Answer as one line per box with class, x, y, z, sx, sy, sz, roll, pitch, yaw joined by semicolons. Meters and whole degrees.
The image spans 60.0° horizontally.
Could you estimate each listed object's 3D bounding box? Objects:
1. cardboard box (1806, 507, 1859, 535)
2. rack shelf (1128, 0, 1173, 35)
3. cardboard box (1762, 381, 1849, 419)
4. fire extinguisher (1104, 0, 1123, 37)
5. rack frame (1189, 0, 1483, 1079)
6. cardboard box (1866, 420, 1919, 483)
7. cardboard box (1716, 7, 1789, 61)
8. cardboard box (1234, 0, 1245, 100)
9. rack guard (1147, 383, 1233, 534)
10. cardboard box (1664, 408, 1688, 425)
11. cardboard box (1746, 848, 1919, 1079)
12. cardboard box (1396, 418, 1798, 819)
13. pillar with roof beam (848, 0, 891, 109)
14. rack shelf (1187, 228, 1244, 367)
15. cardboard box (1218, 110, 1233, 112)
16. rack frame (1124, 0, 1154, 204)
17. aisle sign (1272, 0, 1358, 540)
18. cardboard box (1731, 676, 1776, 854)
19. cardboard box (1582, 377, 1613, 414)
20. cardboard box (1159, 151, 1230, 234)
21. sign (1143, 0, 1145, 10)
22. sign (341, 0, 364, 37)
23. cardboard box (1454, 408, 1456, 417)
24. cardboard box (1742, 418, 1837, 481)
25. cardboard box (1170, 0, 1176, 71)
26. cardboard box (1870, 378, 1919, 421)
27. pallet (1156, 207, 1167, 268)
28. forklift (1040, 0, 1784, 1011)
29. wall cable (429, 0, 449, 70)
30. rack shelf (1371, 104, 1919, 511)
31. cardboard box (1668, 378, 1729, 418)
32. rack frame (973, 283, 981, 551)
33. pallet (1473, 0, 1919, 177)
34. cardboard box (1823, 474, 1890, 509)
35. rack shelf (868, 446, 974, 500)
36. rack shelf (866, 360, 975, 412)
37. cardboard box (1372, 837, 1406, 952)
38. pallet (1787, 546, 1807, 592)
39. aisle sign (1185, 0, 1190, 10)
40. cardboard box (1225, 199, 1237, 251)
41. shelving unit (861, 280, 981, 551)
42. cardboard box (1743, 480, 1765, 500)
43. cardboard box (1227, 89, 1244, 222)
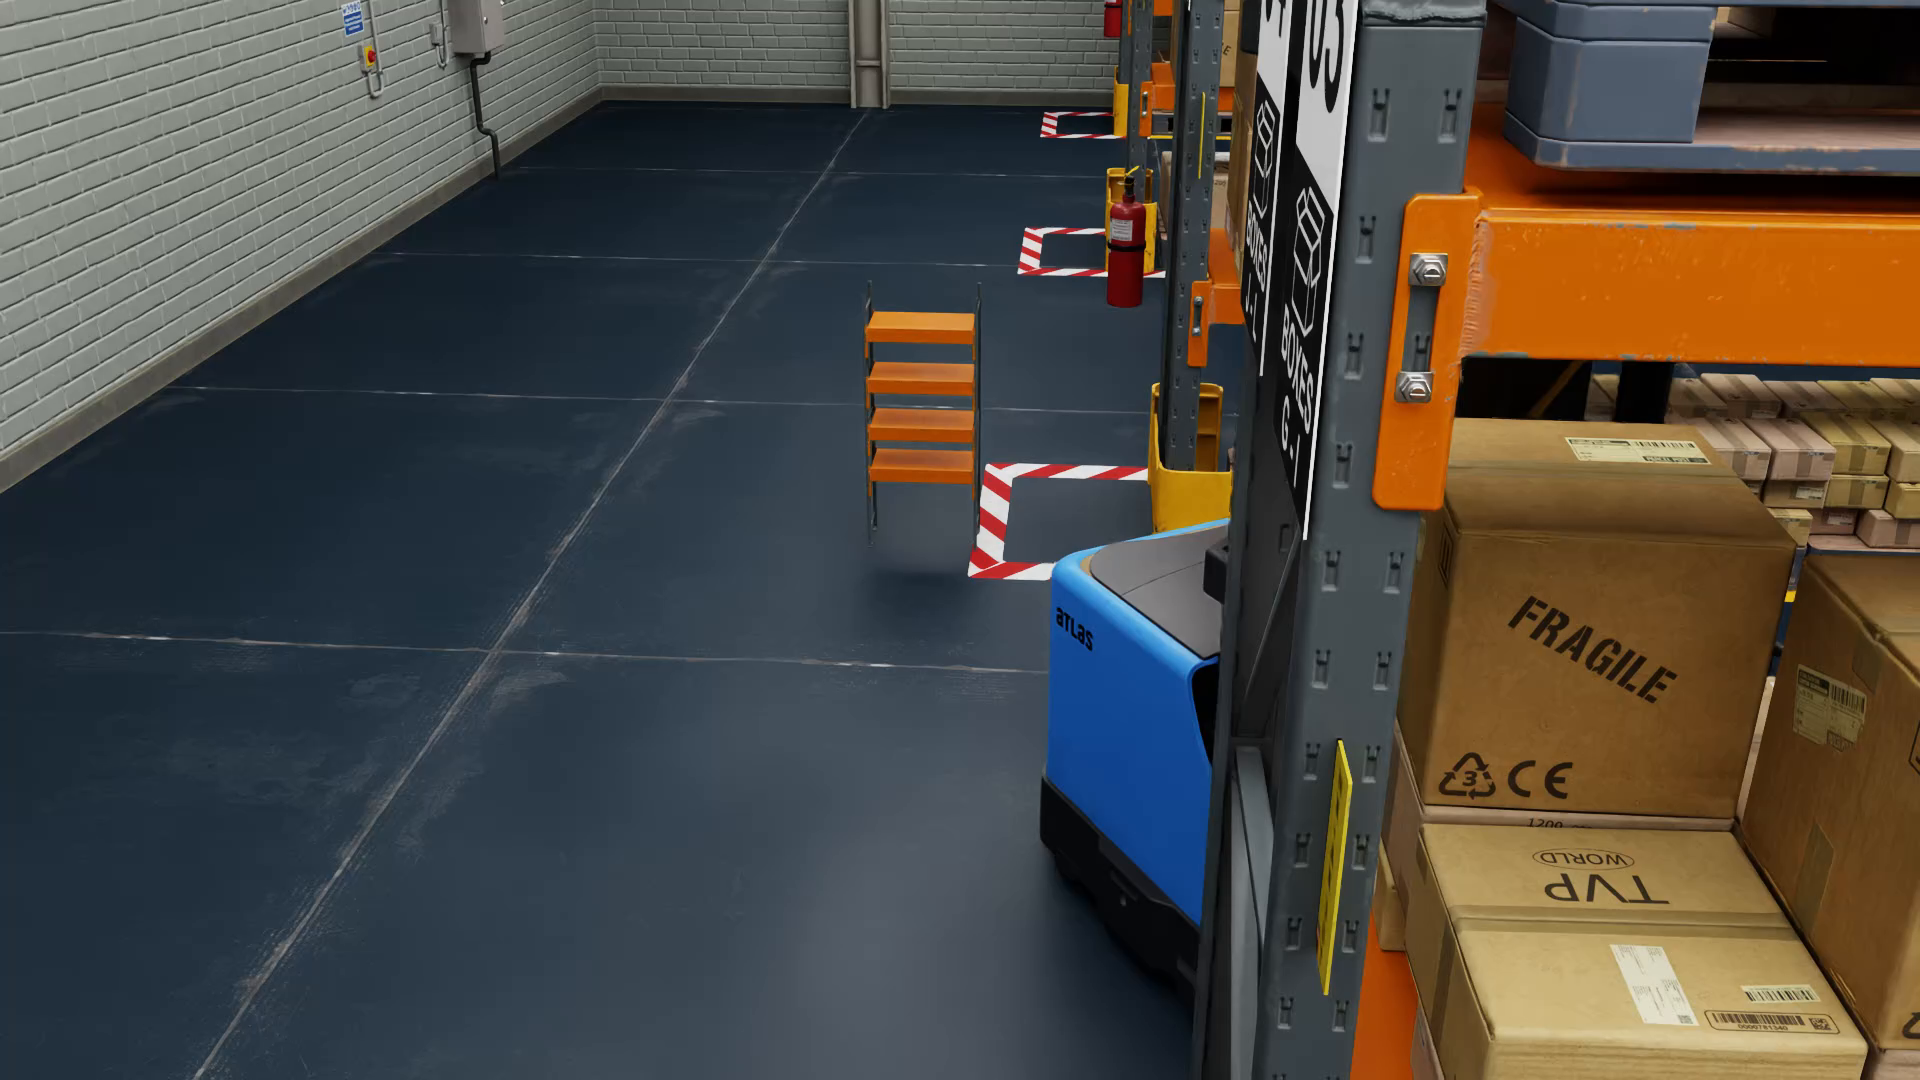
cardboard box;3.801;-0.168;7.435;0.250;0.149;0.380;1;25;3
rack shelf;3.652;-5.190;16.302;4.000;0.370;1.077;2;25;4
cardboard box;3.877;-0.601;7.665;0.250;0.149;0.380;1;25;3
fire extinguisher;1.476;-5.189;15.977;0.183;0.674;0.296;2;25;4
rack frame;0.523;0.618;2.819;0.127;3.000;1.000;2;25;4
cardboard box;4.111;-0.384;7.191;0.250;0.149;0.380;2;25;4
cardboard box;2.960;-1.902;6.622;0.500;0.500;0.500;1;25;2
cardboard box;1.479;-2.170;7.206;0.500;0.500;0.500;1;25;3
rack guard;1.080;-0.308;7.821;0.348;0.500;1.175;2;25;4
cardboard box;3.072;-0.452;7.339;0.250;0.149;0.380;2;25;4
cardboard box;1.500;0.693;2.480;0.500;0.250;0.500;2;25;3
cardboard box;1.029;0.116;2.835;0.500;0.500;0.500;2;25;5
pillar with roof beam;-1.291;-6.974;12.142;0.400;9.000;9.100;2;25;4
rack shelf;2.998;-1.055;7.315;4.000;0.370;1.077;2;25;4
cardboard box;2.682;-4.388;16.606;0.250;0.149;0.380;1;25;2
rack frame;1.282;-3.512;11.795;0.127;3.000;1.000;2;25;4
aisle sign;0.429;-0.440;2.008;0.004;0.787;0.394;2;25;4
cardboard box;1.533;0.472;2.959;0.500;0.250;0.500;1;25;3
cardboard box;2.845;-0.639;7.746;0.250;0.149;0.380;1;25;2
cardboard box;1.948;-2.560;12.287;0.875;0.438;0.875;1;25;2
sign;1.234;-3.710;11.095;0.005;0.325;0.100;2;25;4
sign;-4.407;-3.788;12.070;0.001;0.218;0.327;2;25;4
cardboard box;2.279;-0.460;7.358;0.250;0.149;0.380;1;25;1
cardboard box;3.581;-0.394;7.215;0.250;0.149;0.380;1;25;1
cardboard box;1.783;-3.653;11.980;0.500;0.500;0.500;2;25;4
cardboard box;4.394;-0.615;7.694;0.250;0.149;0.380;3;25;7
pallet;2.085;-2.253;12.393;1.213;0.211;1.003;2;25;4
forklift;1.384;0.148;3.921;1.130;2.935;3.031;-12;27;-25
wall cable;-4.245;-4.736;13.239;0.122;1.984;0.588;2;25;4
rack shelf;2.518;-0.354;2.203;4.000;0.370;1.077;2;25;4
cardboard box;3.351;-0.618;7.701;0.250;0.149;0.380;1;25;2
rack frame;0.078;-0.543;7.494;0.015;1.200;0.240;2;25;4
pallet;1.264;-0.685;2.168;1.213;0.211;1.003;2;25;4
cardboard box;3.872;-0.280;7.322;0.250;0.149;0.380;2;25;4
rack shelf;-0.165;-0.309;7.622;0.480;0.148;0.258;2;25;4
rack shelf;-0.165;-0.693;7.445;0.480;0.148;0.258;2;25;4
cardboard box;0.904;0.606;3.145;0.250;0.149;0.380;2;25;5
pallet;3.100;-0.096;7.706;1.213;0.211;1.003;2;25;4
aisle sign;0.908;-2.504;6.494;0.004;0.787;0.394;2;25;4
cardboard box;1.351;-1.439;7.590;0.250;0.149;0.380;2;25;4
shelving unit;-0.165;-0.550;7.511;0.503;1.200;0.258;2;25;4
cardboard box;3.351;-0.297;7.359;0.250;0.149;0.380;1;25;1
cardboard box;1.472;-1.719;7.423;0.500;0.500;0.500;2;25;5
